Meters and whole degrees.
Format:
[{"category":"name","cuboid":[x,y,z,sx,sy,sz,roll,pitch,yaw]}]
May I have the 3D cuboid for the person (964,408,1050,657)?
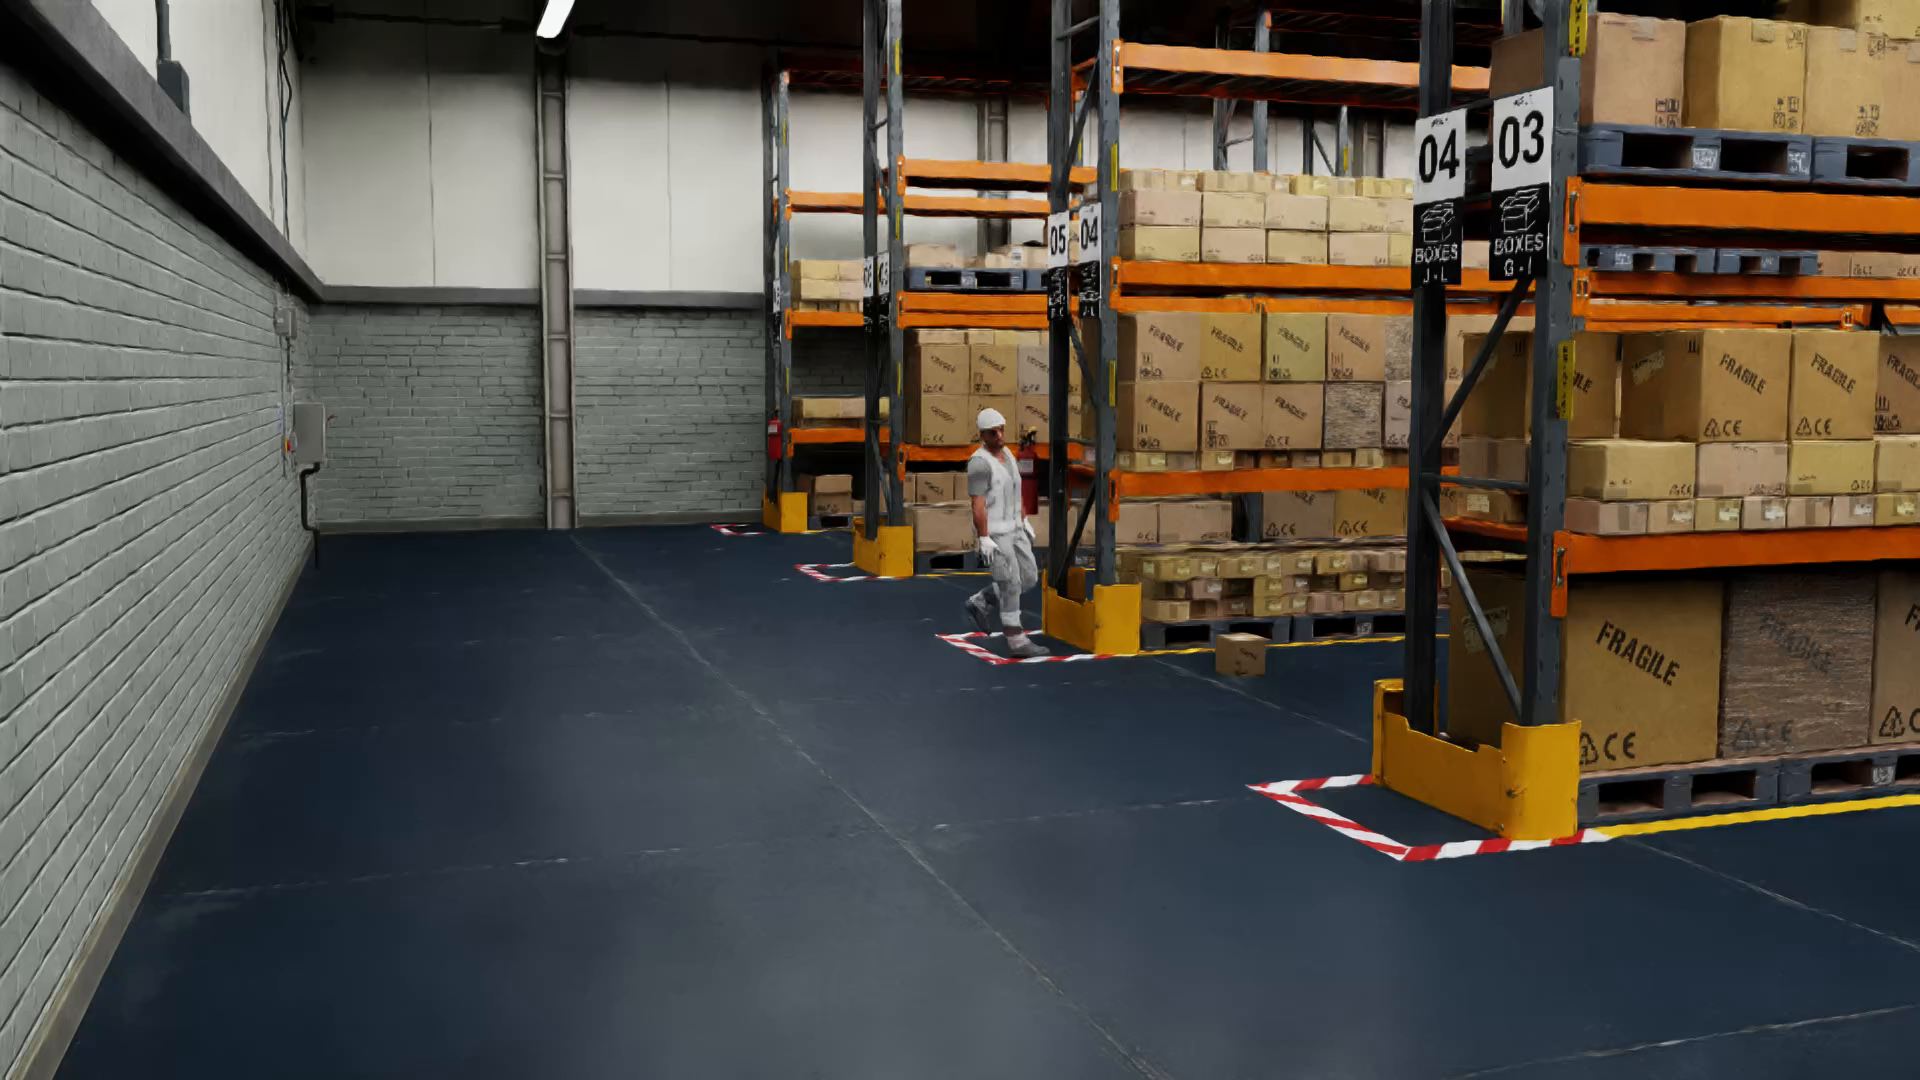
[{"category":"person","cuboid":[0.266,-0.046,11.692,0.683,1.762,0.684,3,7,29]}]
